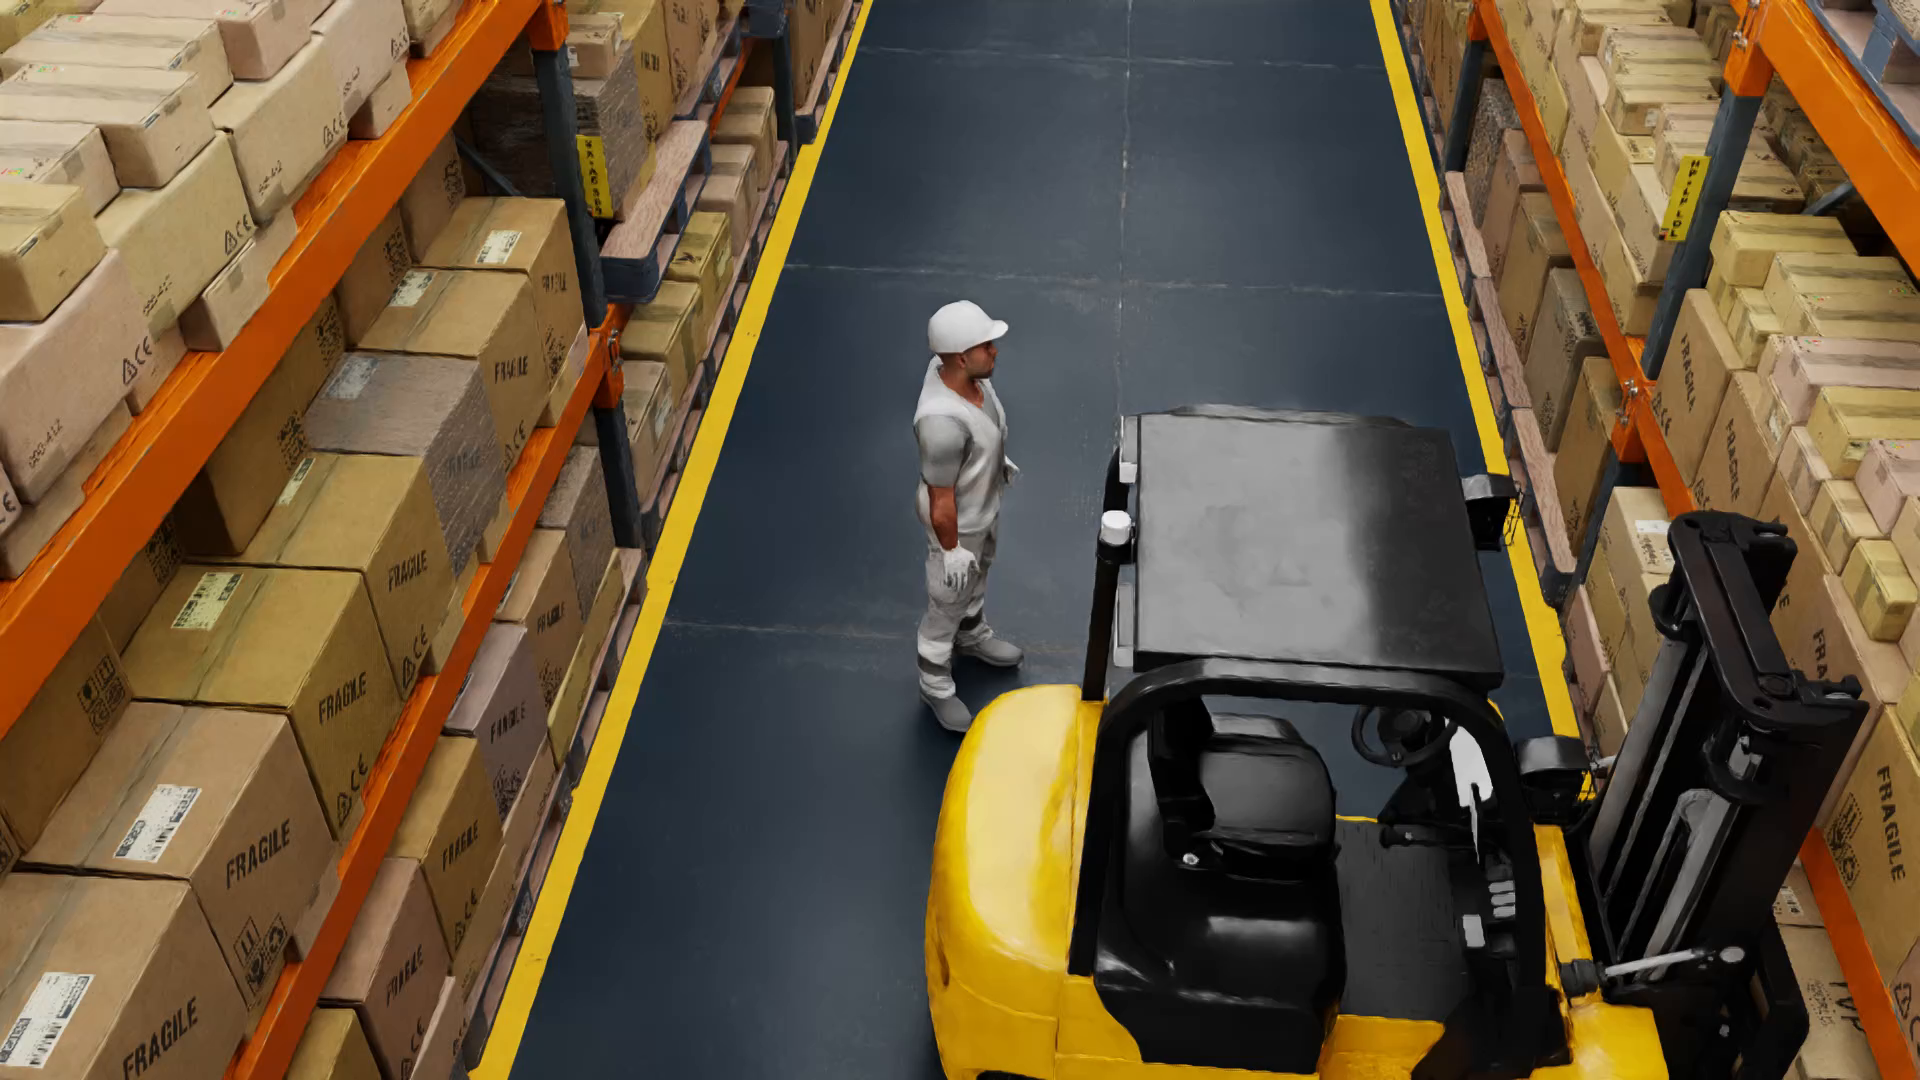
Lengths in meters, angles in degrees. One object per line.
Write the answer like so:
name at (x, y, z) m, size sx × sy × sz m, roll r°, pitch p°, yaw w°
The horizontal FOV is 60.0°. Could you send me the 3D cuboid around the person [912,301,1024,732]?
person at (0.043, -0.127, 6.236) m, size 0.396 × 1.798 × 0.662 m, roll 8°, pitch 40°, yaw 10°
